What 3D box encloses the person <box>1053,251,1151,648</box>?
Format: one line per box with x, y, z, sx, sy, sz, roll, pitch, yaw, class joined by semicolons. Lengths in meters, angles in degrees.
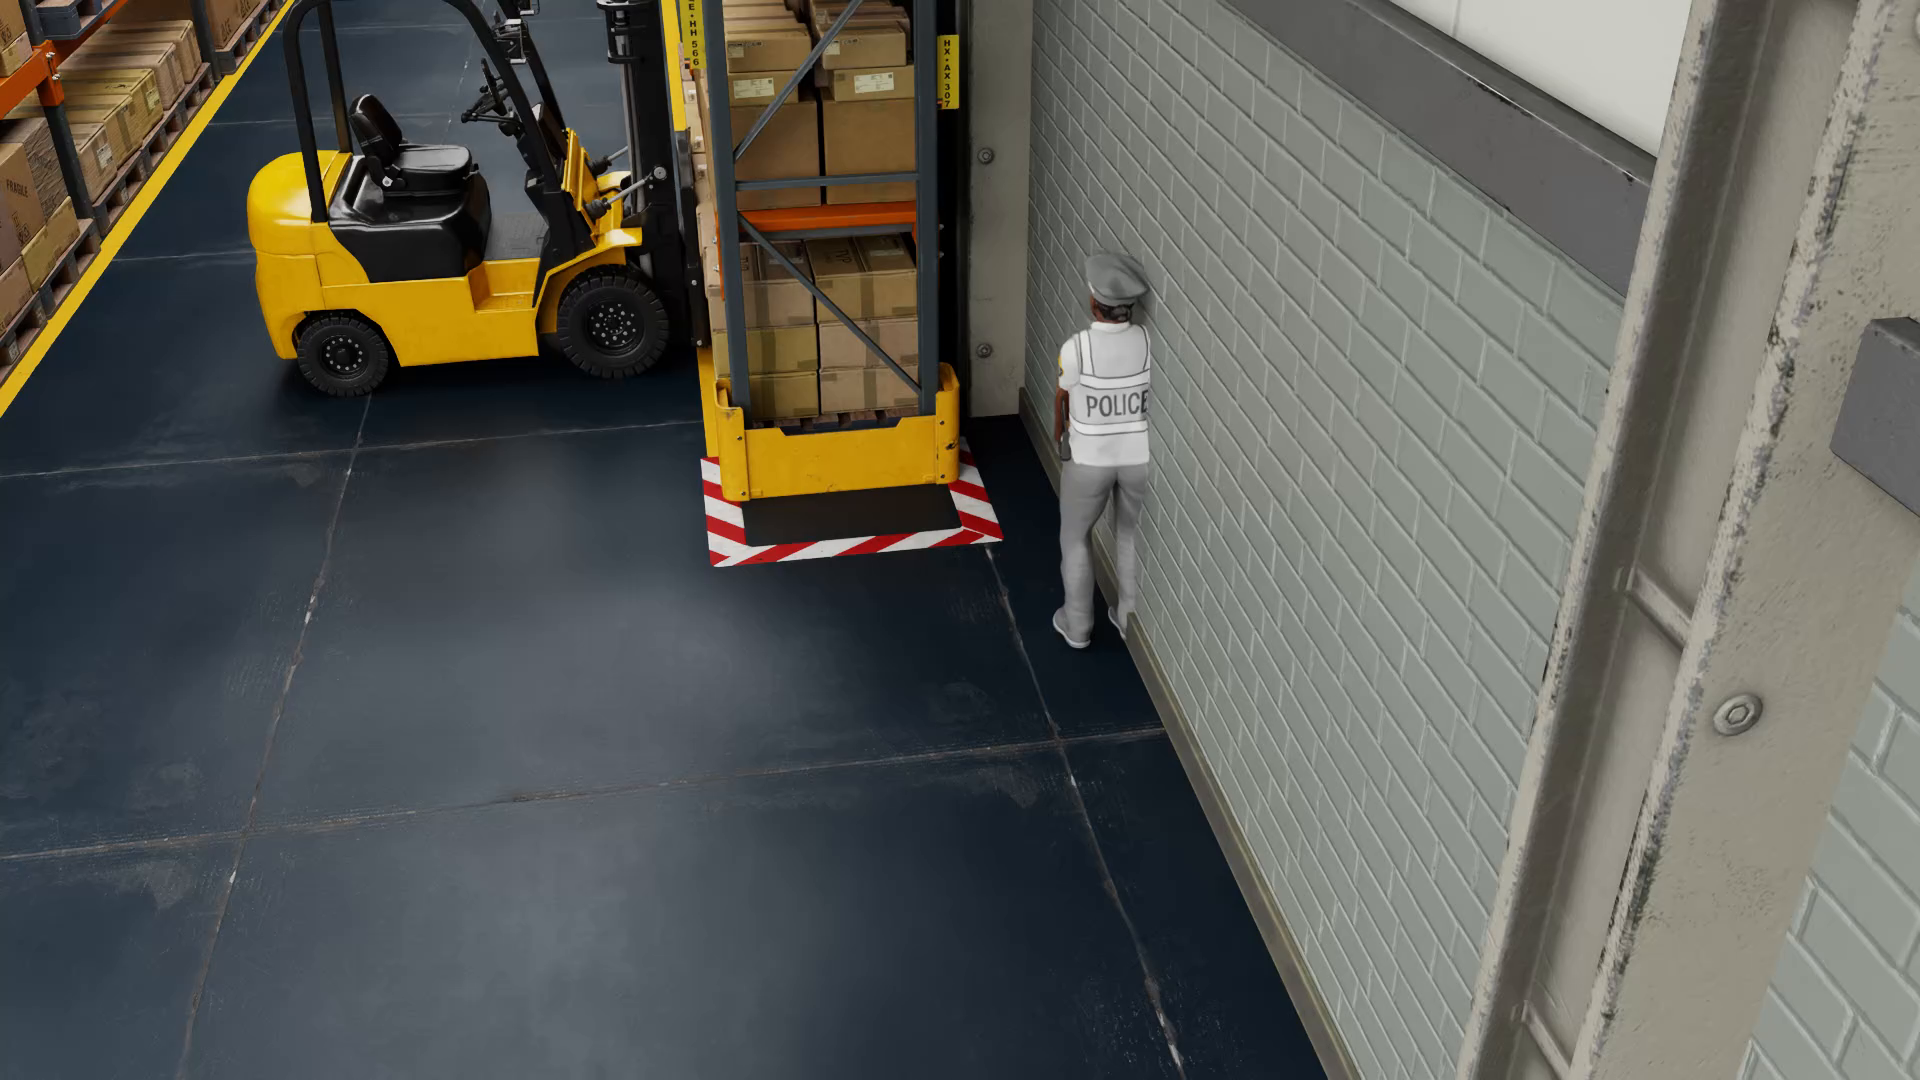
0.575;-0.362;6.728;0.416;1.683;0.531;-6;31;-10;person
